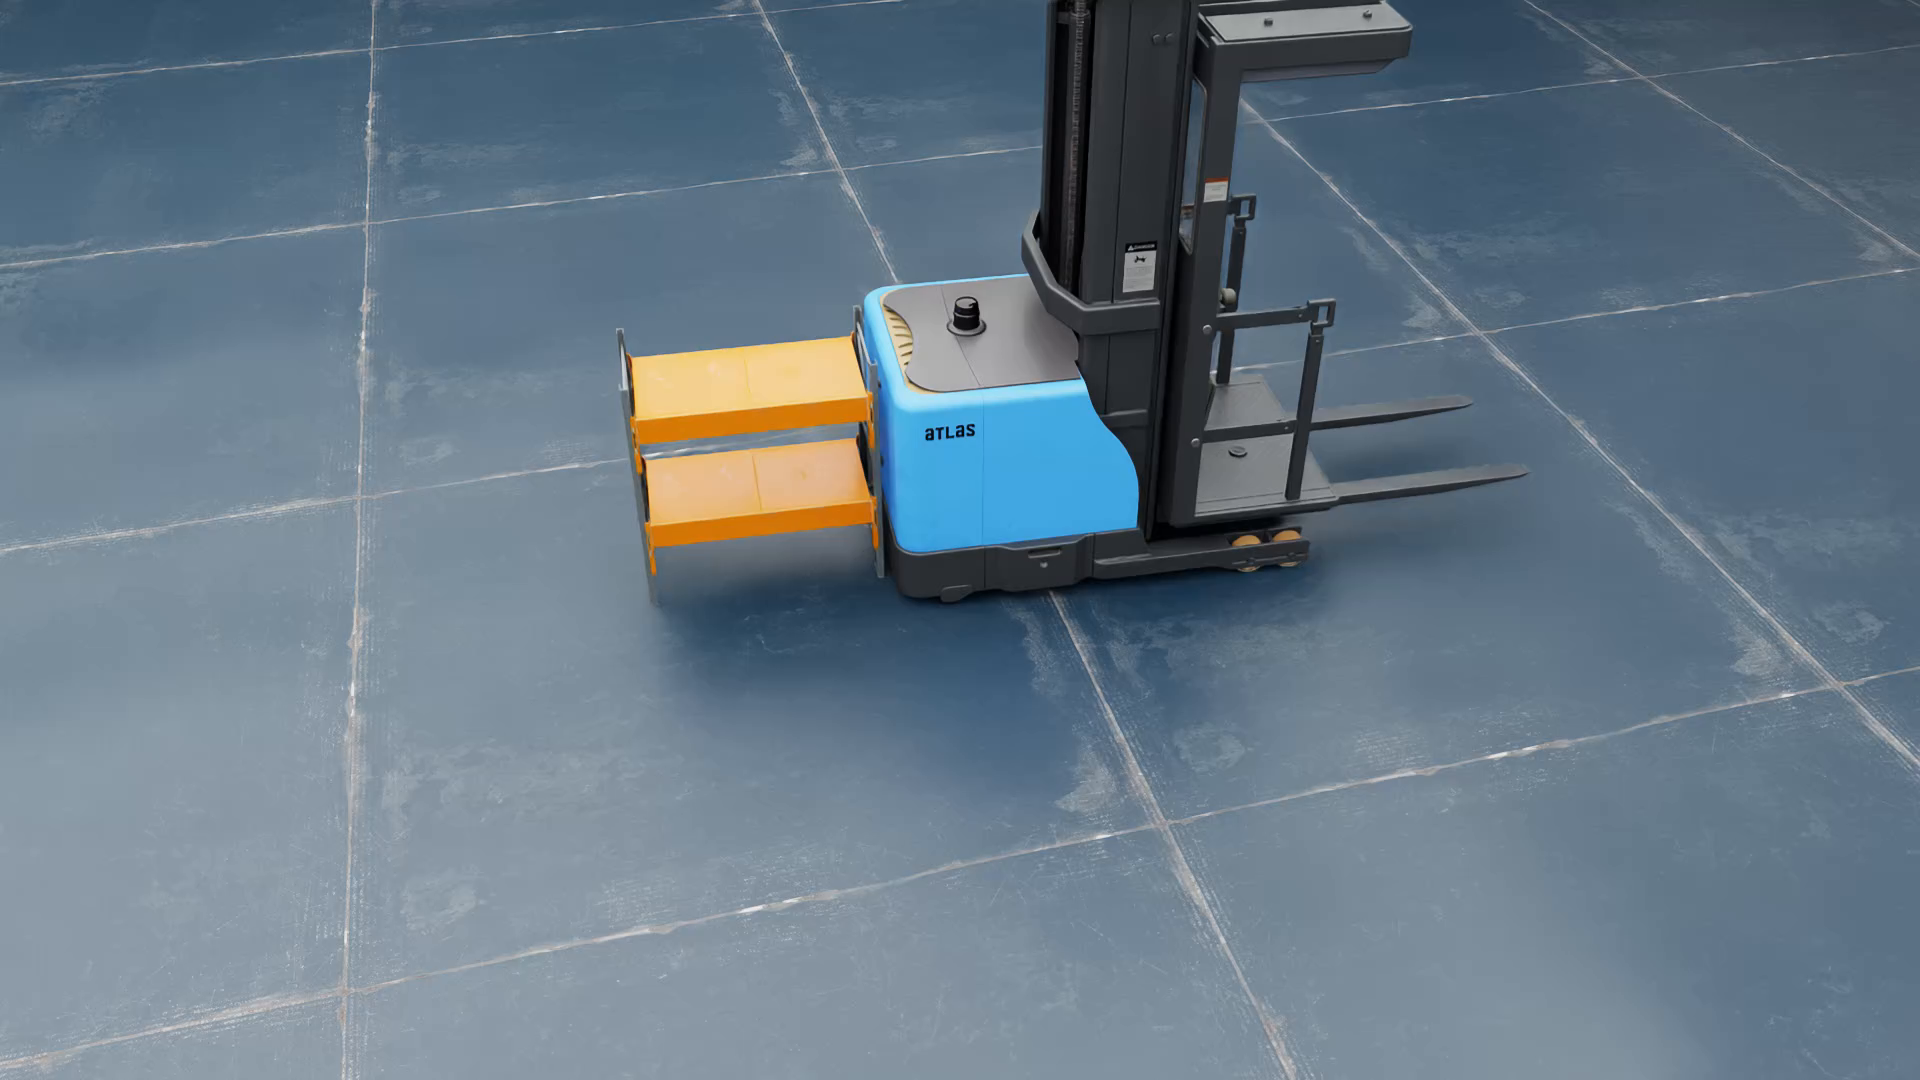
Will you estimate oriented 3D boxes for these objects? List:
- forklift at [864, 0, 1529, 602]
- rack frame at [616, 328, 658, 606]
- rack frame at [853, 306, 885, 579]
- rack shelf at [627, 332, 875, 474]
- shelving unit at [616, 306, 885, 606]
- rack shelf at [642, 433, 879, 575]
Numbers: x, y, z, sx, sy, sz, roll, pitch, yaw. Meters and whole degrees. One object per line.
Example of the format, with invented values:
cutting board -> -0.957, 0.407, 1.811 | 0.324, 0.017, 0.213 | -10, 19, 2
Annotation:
forklift -> 1.124, -1.329, 7.074 | 3.031, 2.935, 1.130 | -7, 38, -9
rack frame -> -1.401, -0.305, 7.223 | 0.032, 1.125, 0.500 | -7, 38, -9
rack frame -> -0.403, -0.422, 7.376 | 0.032, 1.125, 0.500 | -7, 38, -9
rack shelf -> -0.902, -0.596, 7.122 | 1.000, 0.278, 0.538 | -7, 38, -9
shelving unit -> -0.902, -0.364, 7.299 | 1.048, 1.125, 0.538 | -7, 38, -9
rack shelf -> -0.902, -0.169, 7.448 | 1.000, 0.278, 0.538 | -7, 38, -9
